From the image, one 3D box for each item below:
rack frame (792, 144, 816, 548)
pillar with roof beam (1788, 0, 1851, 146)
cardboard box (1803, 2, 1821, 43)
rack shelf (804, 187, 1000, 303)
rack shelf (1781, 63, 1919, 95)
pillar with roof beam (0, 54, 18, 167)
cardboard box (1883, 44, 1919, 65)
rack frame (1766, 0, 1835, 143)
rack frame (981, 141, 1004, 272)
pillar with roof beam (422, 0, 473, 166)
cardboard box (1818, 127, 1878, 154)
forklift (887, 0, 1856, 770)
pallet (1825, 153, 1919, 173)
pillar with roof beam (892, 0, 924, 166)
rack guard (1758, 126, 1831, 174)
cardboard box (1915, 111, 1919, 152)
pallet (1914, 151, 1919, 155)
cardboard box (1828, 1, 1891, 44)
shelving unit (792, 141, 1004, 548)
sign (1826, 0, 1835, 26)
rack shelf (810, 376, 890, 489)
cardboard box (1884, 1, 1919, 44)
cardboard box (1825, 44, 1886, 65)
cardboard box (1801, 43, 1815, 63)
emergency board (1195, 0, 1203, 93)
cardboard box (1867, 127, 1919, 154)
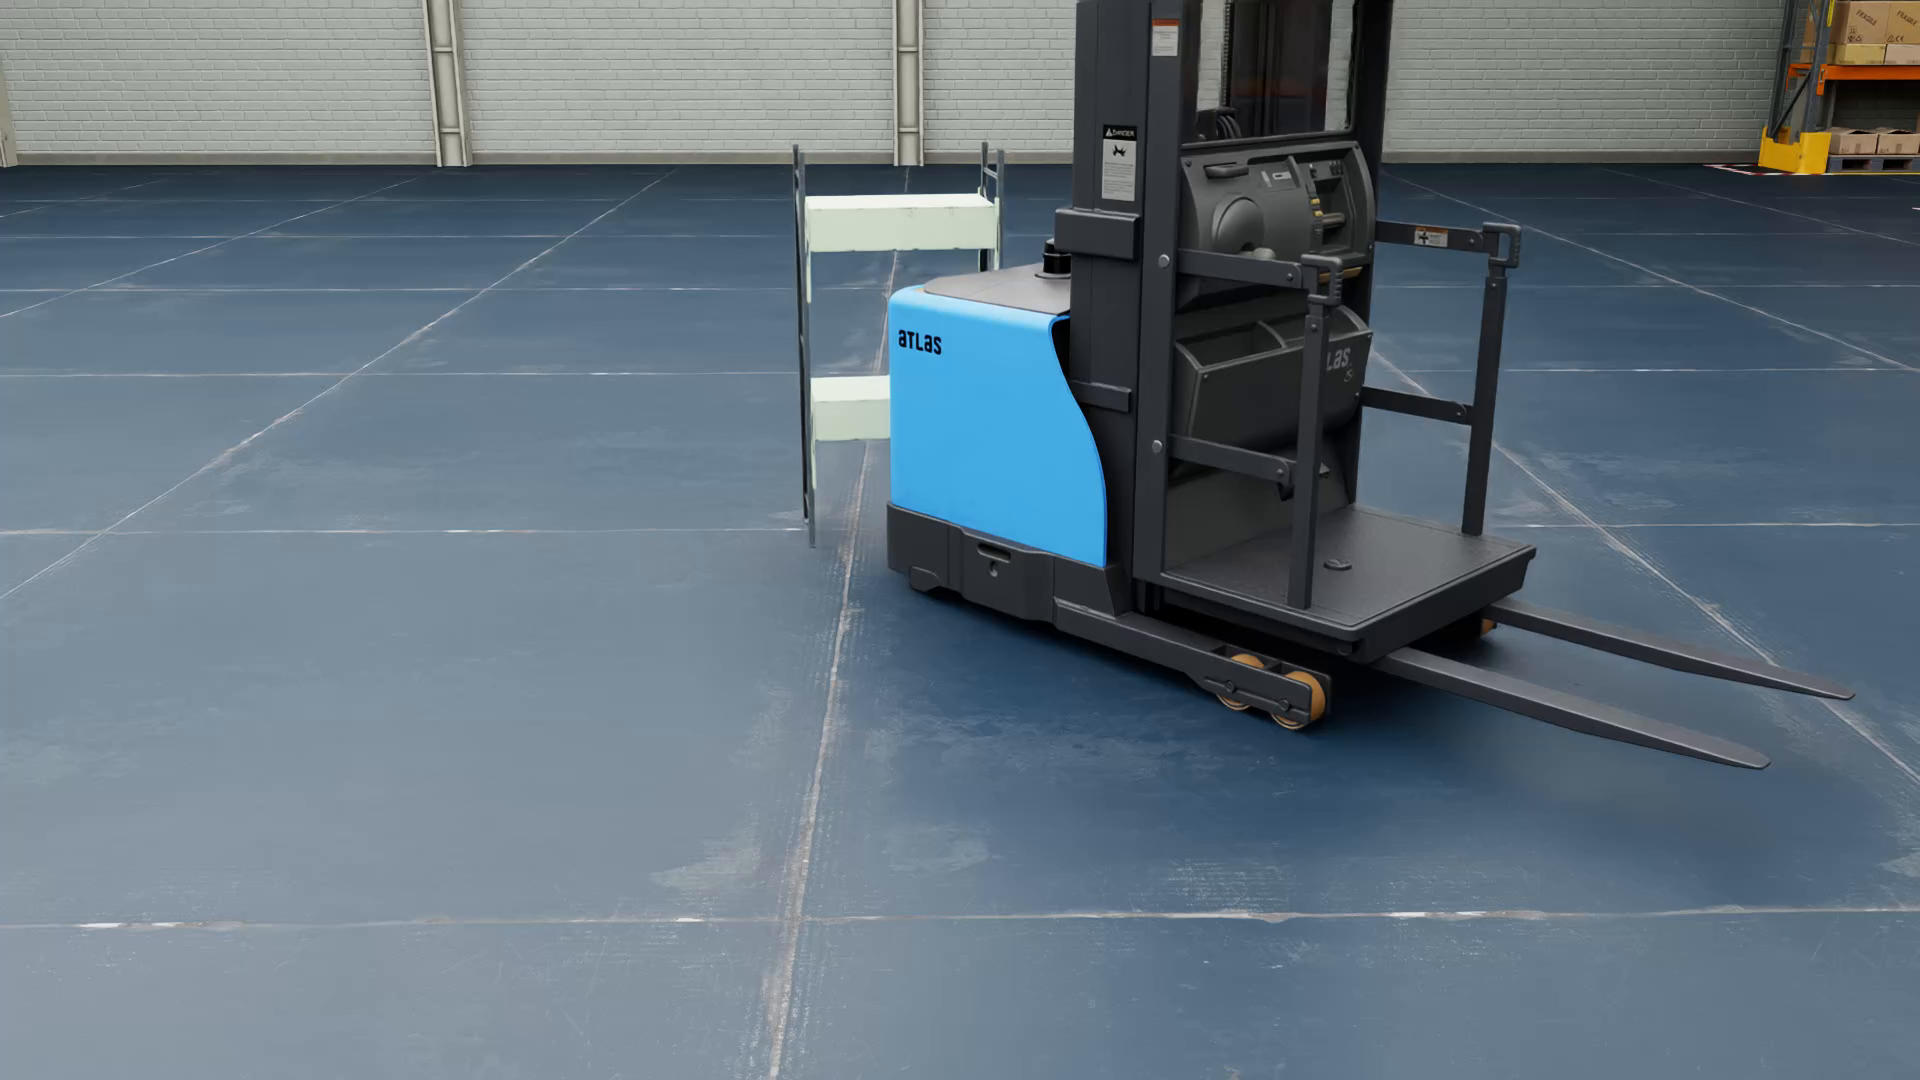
[{"bbox_3d":[-0.602,-0.745,6.414,0.023,1.500,0.400,-3,18,-8],"label":"rack frame"},{"bbox_3d":[11.389,-8.015,16.801,0.400,9.000,9.100,0,18,-1],"label":"pillar with roof beam"},{"bbox_3d":[11.103,-6.568,21.096,0.500,0.500,0.500,0,18,-1],"label":"cardboard box"},{"bbox_3d":[-0.240,-1.133,6.346,0.720,0.370,0.431,-3,18,-8],"label":"rack shelf"},{"bbox_3d":[12.635,-5.873,21.122,4.000,0.370,1.077,0,18,-1],"label":"rack shelf"},{"bbox_3d":[-12.608,-7.899,16.440,0.400,9.000,9.100,0,18,-1],"label":"pillar with roof beam"},{"bbox_3d":[11.647,-6.056,20.728,0.500,0.250,0.500,-1,18,-3],"label":"cardboard box"},{"bbox_3d":[10.635,-6.206,20.982,0.127,3.000,1.000,0,18,-1],"label":"rack frame"},{"bbox_3d":[0.122,-0.778,6.517,0.023,1.500,0.400,-3,18,-8],"label":"rack frame"},{"bbox_3d":[-6.609,-7.928,16.530,0.400,9.000,9.100,0,18,-1],"label":"pillar with roof beam"},{"bbox_3d":[11.328,-5.111,21.250,0.500,0.311,0.500,-2,18,-7],"label":"cardboard box"},{"bbox_3d":[1.133,-1.023,4.939,1.130,2.935,3.031,-17,24,-42],"label":"forklift"},{"bbox_3d":[11.524,-4.871,21.387,1.213,0.211,1.003,0,18,-1],"label":"pallet"},{"bbox_3d":[-0.609,-7.957,16.620,0.400,9.000,9.100,0,18,-1],"label":"pillar with roof beam"},{"bbox_3d":[10.711,-5.016,21.365,0.348,0.500,1.175,0,18,-1],"label":"rack guard"},{"bbox_3d":[12.632,-5.192,21.193,0.500,0.500,0.700,-1,18,-4],"label":"cardboard box"},{"bbox_3d":[12.741,-4.876,21.403,1.213,0.211,1.003,0,18,-1],"label":"pallet"},{"bbox_3d":[11.117,-6.411,20.608,0.500,0.500,0.500,0,18,-1],"label":"cardboard box"},{"bbox_3d":[-0.240,-0.761,6.465,0.755,1.500,0.431,-3,18,-8],"label":"shelving unit"},{"bbox_3d":[10.644,-6.452,20.333,0.005,0.325,0.100,0,18,-1],"label":"sign"},{"bbox_3d":[-0.240,-0.451,6.565,0.720,0.370,0.431,-3,18,-8],"label":"rack shelf"},{"bbox_3d":[11.611,-6.411,20.606,0.500,0.500,0.500,0,18,-1],"label":"cardboard box"},{"bbox_3d":[11.128,-6.049,20.707,0.500,0.250,0.500,-1,18,-2],"label":"cardboard box"},{"bbox_3d":[11.099,-6.205,21.193,0.500,0.250,0.500,0,18,0],"label":"cardboard box"},{"bbox_3d":[2.850,-6.444,21.725,0.643,1.169,0.194,0,18,-1],"label":"emergency board"},{"bbox_3d":[11.898,-5.113,21.258,0.500,0.311,0.500,1,18,4],"label":"cardboard box"}]
